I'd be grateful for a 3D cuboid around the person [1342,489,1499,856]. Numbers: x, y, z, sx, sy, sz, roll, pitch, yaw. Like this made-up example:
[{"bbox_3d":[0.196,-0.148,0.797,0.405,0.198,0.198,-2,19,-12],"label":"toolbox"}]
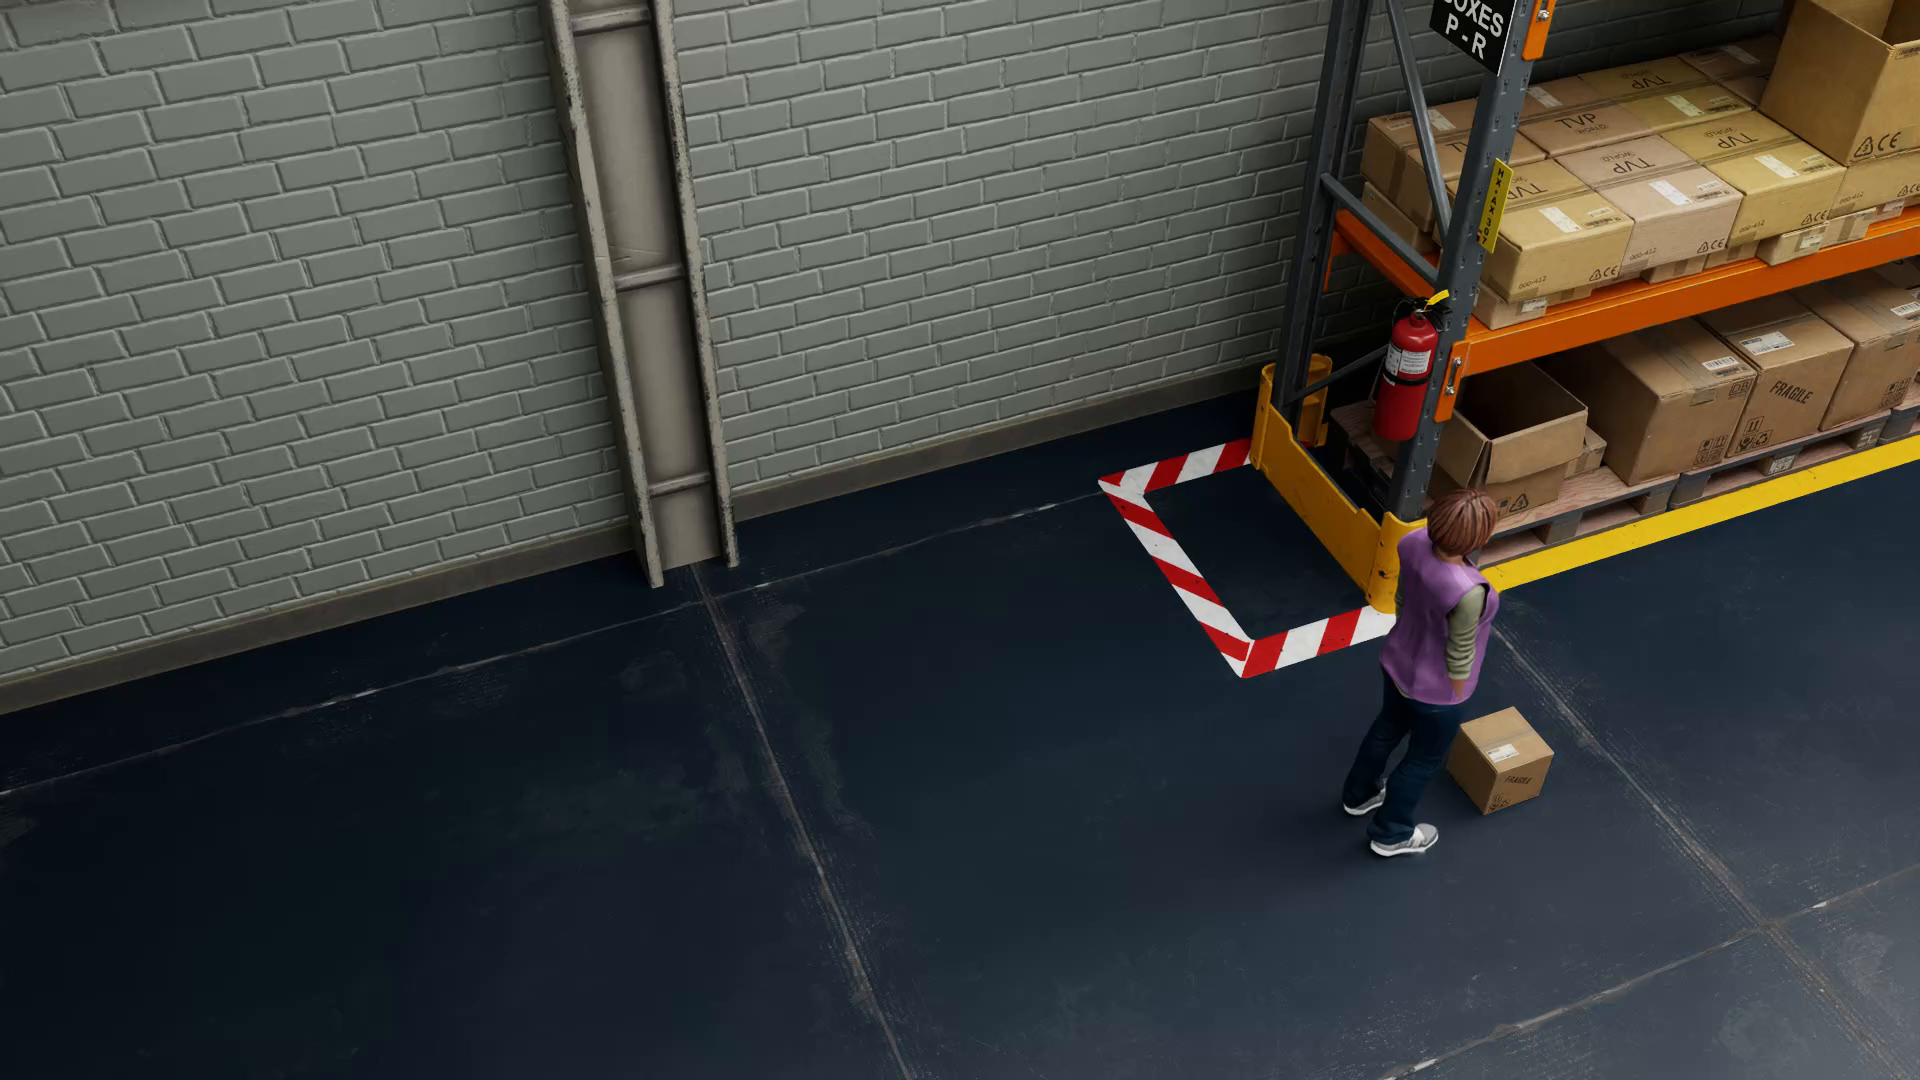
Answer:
[{"bbox_3d":[1.583,0.447,5.682,0.309,1.603,0.405,-15,44,-15],"label":"person"}]
